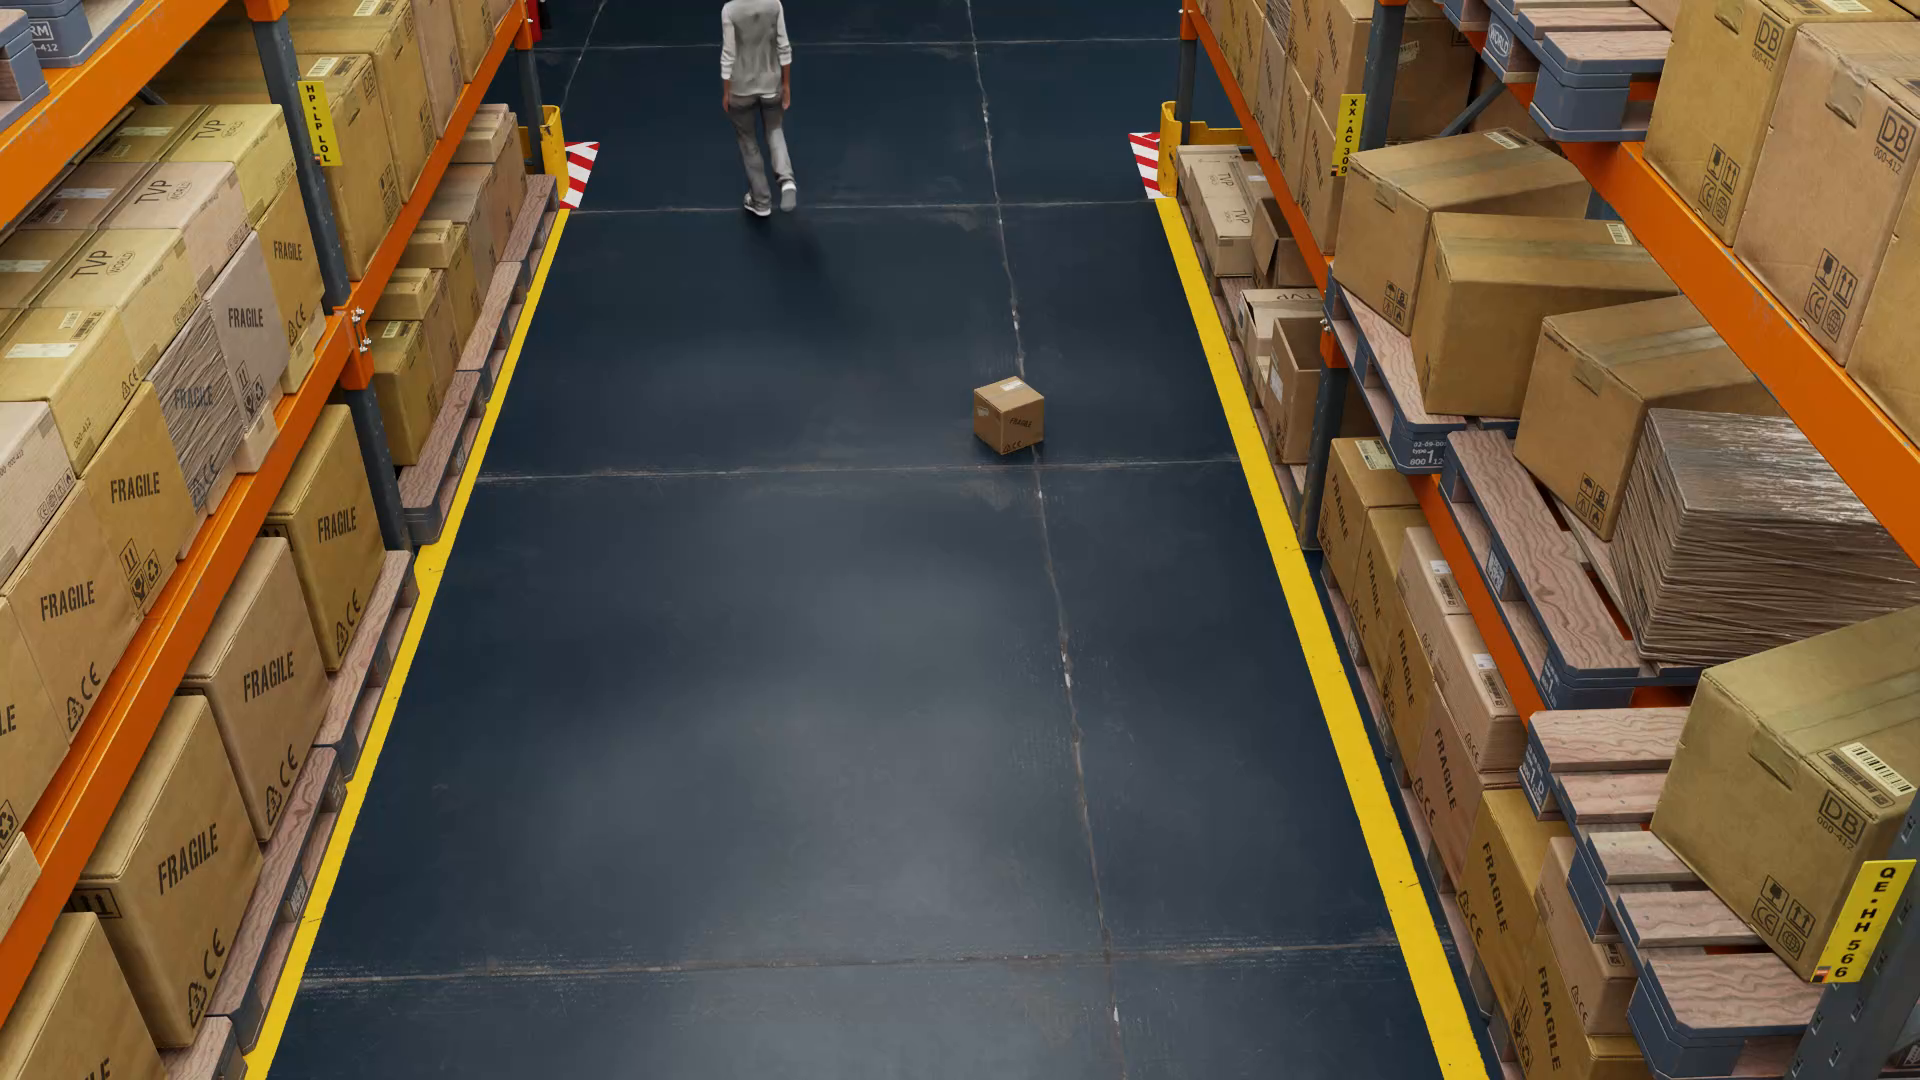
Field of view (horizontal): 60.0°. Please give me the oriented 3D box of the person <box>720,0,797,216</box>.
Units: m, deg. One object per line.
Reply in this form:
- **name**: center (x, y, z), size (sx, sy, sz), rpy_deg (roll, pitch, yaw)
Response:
- **person**: center (-1.184, -2.641, 9.789), size (0.418, 1.585, 0.501), rpy_deg (-14, 38, -19)
